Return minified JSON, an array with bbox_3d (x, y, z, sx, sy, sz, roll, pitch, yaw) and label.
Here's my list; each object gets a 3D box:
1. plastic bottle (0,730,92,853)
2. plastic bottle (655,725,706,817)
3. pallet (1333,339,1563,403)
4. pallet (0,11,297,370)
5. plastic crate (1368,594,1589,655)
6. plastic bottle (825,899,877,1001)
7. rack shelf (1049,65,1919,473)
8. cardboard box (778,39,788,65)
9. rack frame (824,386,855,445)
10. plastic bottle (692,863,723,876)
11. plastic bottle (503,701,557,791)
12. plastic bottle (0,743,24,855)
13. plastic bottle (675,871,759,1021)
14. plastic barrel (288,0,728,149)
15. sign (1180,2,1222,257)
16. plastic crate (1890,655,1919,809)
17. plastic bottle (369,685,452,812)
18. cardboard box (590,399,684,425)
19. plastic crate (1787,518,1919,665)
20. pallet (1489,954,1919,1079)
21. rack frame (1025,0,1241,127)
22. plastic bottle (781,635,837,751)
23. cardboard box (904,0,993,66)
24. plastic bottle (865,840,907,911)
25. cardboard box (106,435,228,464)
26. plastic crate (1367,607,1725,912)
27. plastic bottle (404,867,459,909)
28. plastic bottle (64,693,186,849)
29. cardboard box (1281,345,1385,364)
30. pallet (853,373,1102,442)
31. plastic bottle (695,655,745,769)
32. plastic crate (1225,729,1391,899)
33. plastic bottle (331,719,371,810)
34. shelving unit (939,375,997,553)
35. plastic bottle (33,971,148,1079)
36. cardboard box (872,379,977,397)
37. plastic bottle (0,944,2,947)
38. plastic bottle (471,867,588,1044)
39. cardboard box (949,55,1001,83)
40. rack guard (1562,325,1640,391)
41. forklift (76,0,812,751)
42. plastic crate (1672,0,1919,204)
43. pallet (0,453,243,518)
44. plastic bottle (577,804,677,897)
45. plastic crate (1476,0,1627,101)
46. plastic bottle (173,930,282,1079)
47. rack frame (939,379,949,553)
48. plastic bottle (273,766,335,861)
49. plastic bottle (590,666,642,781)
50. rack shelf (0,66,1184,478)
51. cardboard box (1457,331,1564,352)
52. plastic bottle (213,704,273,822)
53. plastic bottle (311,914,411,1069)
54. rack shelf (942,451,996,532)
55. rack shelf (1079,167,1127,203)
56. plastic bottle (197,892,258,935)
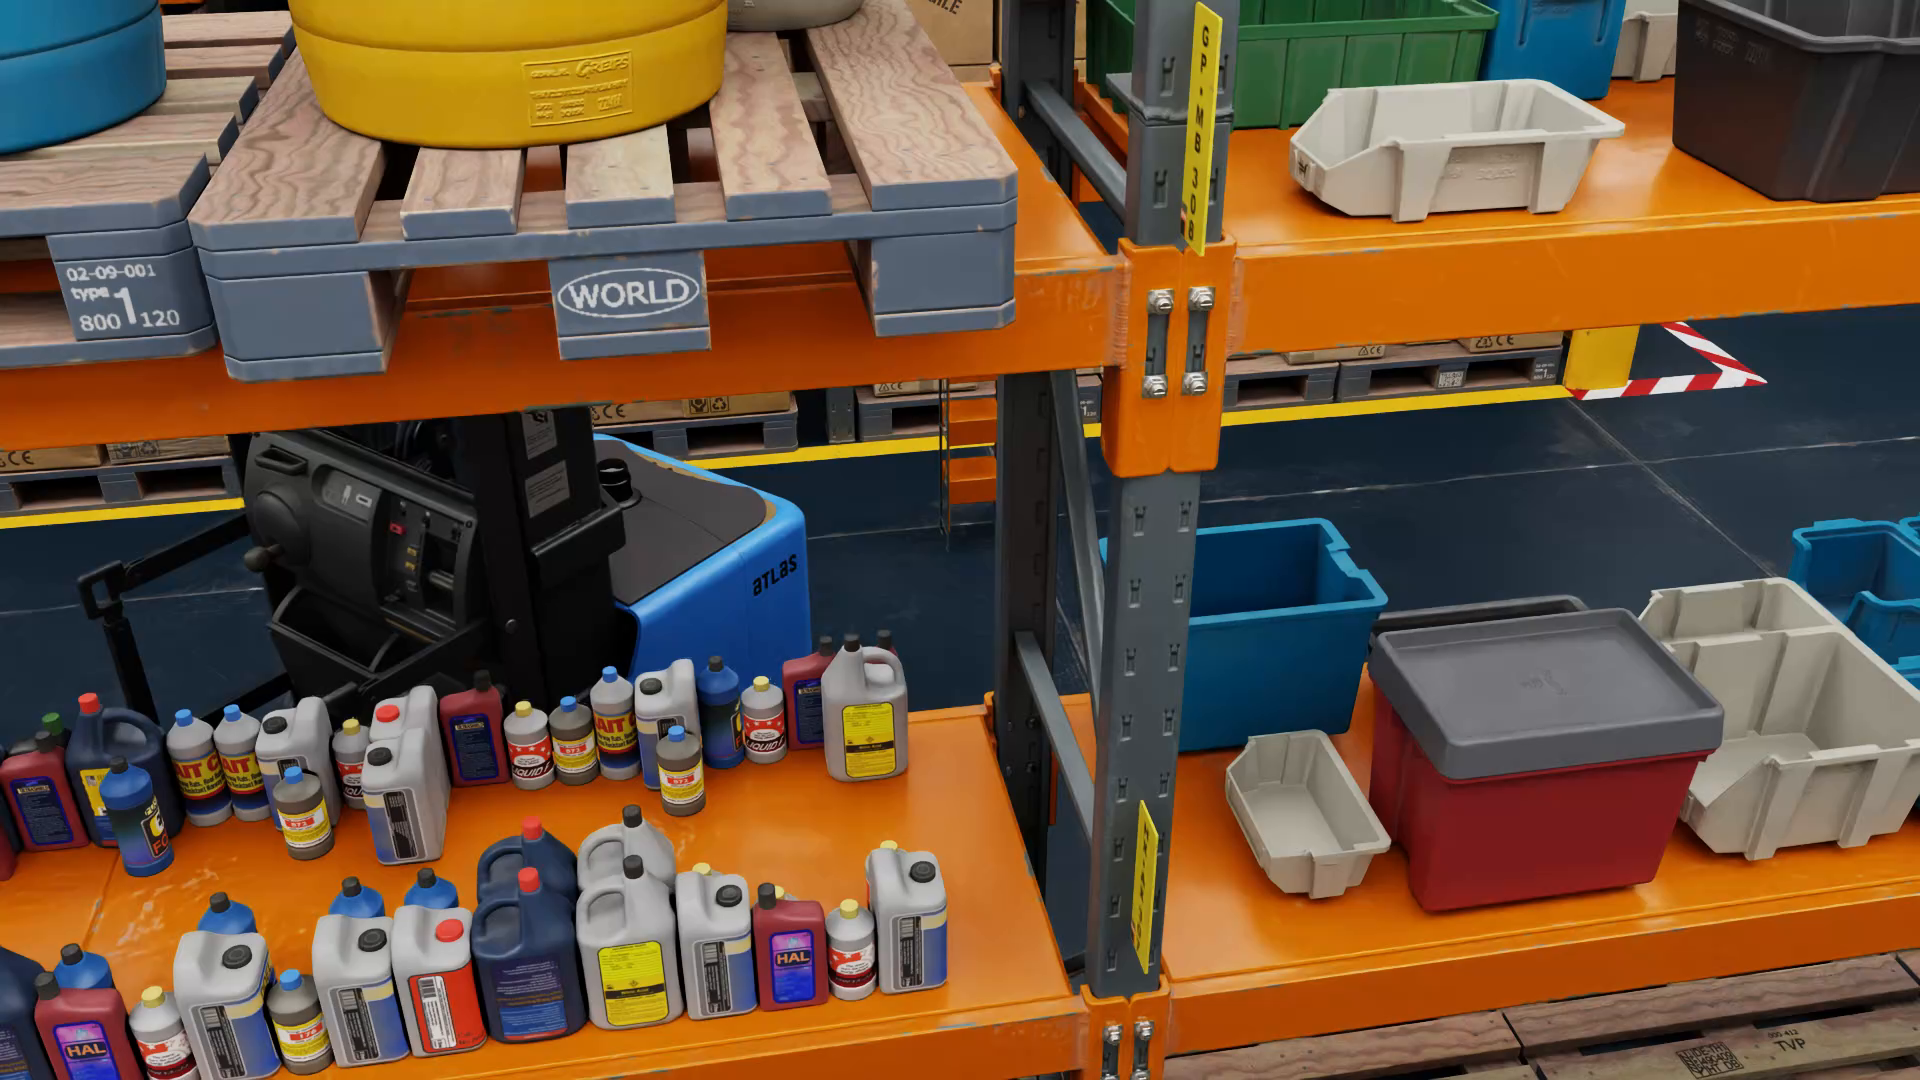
[{"bbox_3d":[-1.935,0.528,3.508,0.133,0.283,0.061,-5,31,-9],"label":"plastic bottle"},{"bbox_3d":[-0.613,0.497,3.641,0.097,0.201,0.097,0,30,0],"label":"plastic bottle"},{"bbox_3d":[2.418,-1.087,8.891,1.213,0.211,1.003,-5,31,-9],"label":"pallet"},{"bbox_3d":[-1.638,-0.521,2.404,1.213,0.211,1.003,-5,31,-9],"label":"pallet"},{"bbox_3d":[1.283,0.322,3.955,0.590,0.125,0.437,-5,31,-9],"label":"plastic crate"},{"bbox_3d":[-0.208,0.772,3.173,0.097,0.201,0.097,0,30,0],"label":"plastic bottle"},{"bbox_3d":[2.198,-0.700,3.232,4.000,0.370,1.077,-5,31,-9],"label":"rack shelf"},{"bbox_3d":[-1.164,-2.297,7.684,0.500,0.500,0.700,-16,34,-25],"label":"cardboard box"},{"bbox_3d":[-0.658,-2.005,7.700,0.127,3.000,1.000,-5,31,-9],"label":"rack frame"},{"bbox_3d":[-0.499,0.721,3.260,0.097,0.201,0.097,0,30,0],"label":"plastic bottle"},{"bbox_3d":[-0.964,0.451,3.719,0.097,0.201,0.097,0,30,0],"label":"plastic bottle"},{"bbox_3d":[-2.095,0.504,3.482,0.185,0.351,0.144,-5,31,-9],"label":"plastic bottle"},{"bbox_3d":[-0.458,0.749,3.139,0.135,0.276,0.152,-5,31,-9],"label":"plastic bottle"},{"bbox_3d":[-0.631,-0.905,2.271,0.600,0.588,0.600,0,30,0],"label":"plastic barrel"},{"bbox_3d":[0.328,-0.557,2.270,0.005,0.325,0.100,-5,31,-9],"label":"sign"},{"bbox_3d":[2.191,0.462,3.611,0.300,0.233,0.416,-5,31,-9],"label":"plastic crate"},{"bbox_3d":[-1.204,0.456,3.638,0.135,0.276,0.152,-5,31,-9],"label":"plastic bottle"},{"bbox_3d":[-1.580,-0.888,7.833,0.500,0.500,0.500,-5,31,-9],"label":"cardboard box"},{"bbox_3d":[2.272,0.152,4.137,0.300,0.233,0.416,-5,31,-9],"label":"plastic crate"},{"bbox_3d":[2.149,1.468,4.545,1.213,0.211,1.003,-5,31,-9],"label":"pallet"},{"bbox_3d":[0.230,-2.121,1.979,0.127,3.000,1.000,-5,31,-9],"label":"rack frame"},{"bbox_3d":[-0.338,0.349,3.813,0.133,0.283,0.061,-5,31,-9],"label":"plastic bottle"},{"bbox_3d":[-0.144,-2.382,7.256,0.500,0.500,0.500,-5,31,-8],"label":"cardboard box"},{"bbox_3d":[-0.140,0.688,3.317,0.097,0.201,0.097,0,30,0],"label":"plastic bottle"},{"bbox_3d":[-3.580,-0.701,7.515,0.500,0.500,0.500,-6,31,-11],"label":"cardboard box"},{"bbox_3d":[1.154,0.455,3.394,0.583,0.464,0.402,-5,31,-9],"label":"plastic crate"},{"bbox_3d":[-0.995,0.737,3.164,0.097,0.271,0.097,0,30,0],"label":"plastic bottle"},{"bbox_3d":[-1.782,0.475,3.532,0.185,0.351,0.144,-5,31,-9],"label":"plastic bottle"},{"bbox_3d":[1.846,-1.130,8.491,0.500,0.250,0.500,-5,31,-9],"label":"cardboard box"},{"bbox_3d":[0.018,-0.865,8.513,1.213,0.211,1.003,-5,31,-9],"label":"pallet"},{"bbox_3d":[-0.544,0.382,3.767,0.097,0.271,0.097,0,30,0],"label":"plastic bottle"},{"bbox_3d":[0.714,0.582,3.502,0.243,0.136,0.396,-5,31,-9],"label":"plastic crate"},{"bbox_3d":[-1.323,0.485,3.662,0.097,0.201,0.097,0,30,0],"label":"plastic bottle"},{"bbox_3d":[0.053,-0.457,6.992,0.252,1.050,0.215,-5,31,-9],"label":"shelving unit"},{"bbox_3d":[-1.534,0.870,2.927,0.133,0.283,0.061,-5,31,-9],"label":"plastic bottle"},{"bbox_3d":[-0.206,-0.966,8.152,0.500,0.311,0.500,-5,31,-9],"label":"cardboard box"},{"bbox_3d":[-1.858,0.771,3.029,0.185,0.351,0.144,-5,31,-9],"label":"plastic bottle"},{"bbox_3d":[-0.797,0.751,3.063,0.185,0.351,0.144,-5,31,-9],"label":"plastic bottle"},{"bbox_3d":[-0.108,-1.958,7.523,0.500,0.500,0.500,-5,31,-8],"label":"cardboard box"},{"bbox_3d":[3.202,-1.285,8.943,0.348,0.500,1.175,-5,31,-9],"label":"rack guard"},{"bbox_3d":[-1.739,0.022,4.321,1.130,2.935,3.031,20,36,30],"label":"forklift"},{"bbox_3d":[1.502,-0.748,2.732,0.590,0.269,0.497,-5,31,-9],"label":"plastic crate"},{"bbox_3d":[-3.852,-0.487,7.870,1.213,0.211,1.003,-5,31,-9],"label":"pallet"},{"bbox_3d":[-0.641,0.662,3.214,0.185,0.351,0.144,-5,31,-9],"label":"plastic bottle"},{"bbox_3d":[1.068,-0.998,3.193,0.300,0.233,0.416,-5,31,-9],"label":"plastic crate"},{"bbox_3d":[-1.315,0.829,3.004,0.135,0.276,0.152,-5,31,-9],"label":"plastic bottle"},{"bbox_3d":[-0.067,-0.446,6.973,0.008,1.050,0.200,-5,31,-9],"label":"rack frame"},{"bbox_3d":[-1.392,0.569,3.518,0.097,0.201,0.097,0,30,0],"label":"plastic bottle"},{"bbox_3d":[-0.773,0.403,3.731,0.097,0.271,0.097,0,30,0],"label":"plastic bottle"},{"bbox_3d":[-1.737,-0.335,2.611,4.000,0.370,1.077,-5,31,-9],"label":"rack shelf"},{"bbox_3d":[2.786,-1.310,8.550,0.500,0.500,0.500,-5,31,-9],"label":"cardboard box"},{"bbox_3d":[-1.552,0.476,3.609,0.097,0.271,0.097,0,30,0],"label":"plastic bottle"},{"bbox_3d":[-1.087,0.808,3.040,0.135,0.276,0.152,-5,31,-9],"label":"plastic bottle"},{"bbox_3d":[0.053,-0.209,7.138,0.240,0.259,0.215,-5,31,-9],"label":"rack shelf"},{"bbox_3d":[1.309,-1.877,8.193,4.000,0.370,1.077,-5,31,-9],"label":"rack shelf"},{"bbox_3d":[-1.356,0.770,3.108,0.097,0.271,0.097,0,30,0],"label":"plastic bottle"}]
